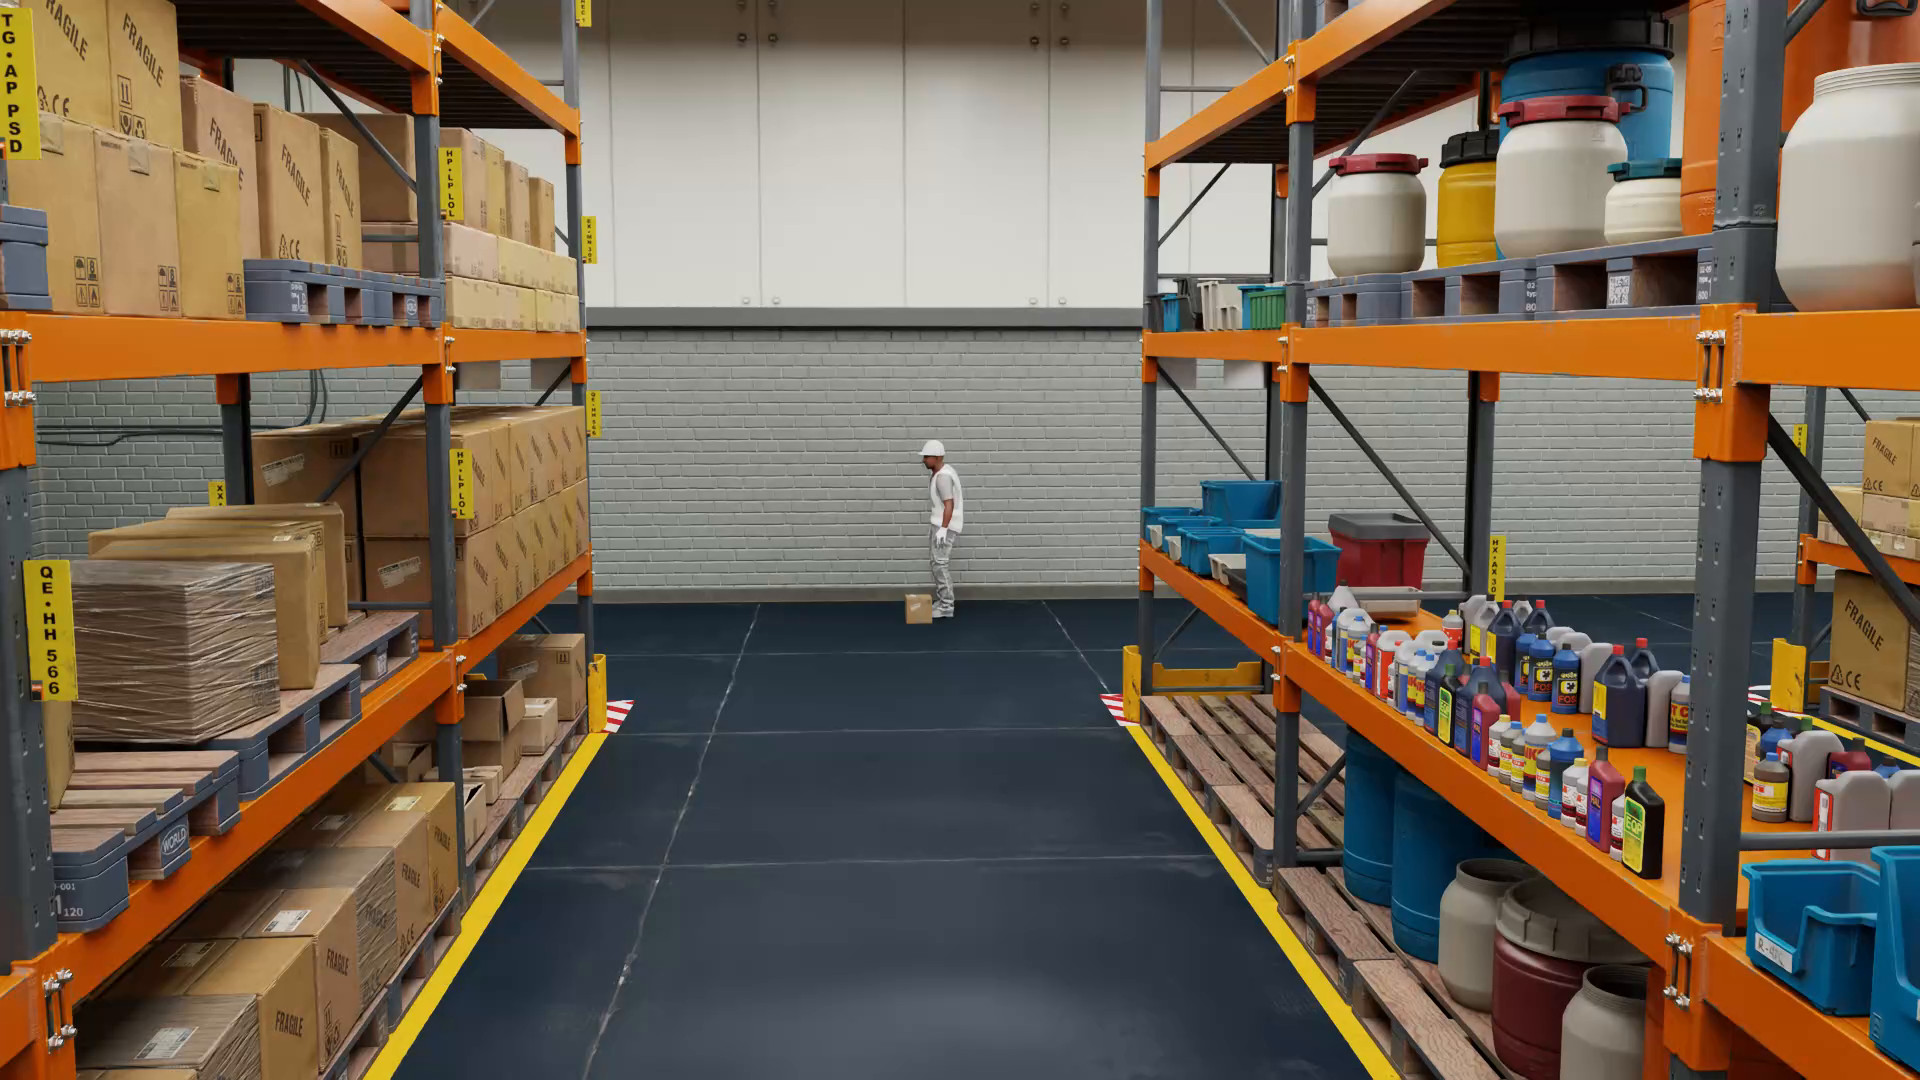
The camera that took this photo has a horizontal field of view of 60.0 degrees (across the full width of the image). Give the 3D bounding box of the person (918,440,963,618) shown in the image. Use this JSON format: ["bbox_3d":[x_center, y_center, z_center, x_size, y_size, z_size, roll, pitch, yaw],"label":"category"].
[{"bbox_3d":[-0.201,-0.116,16.672,0.449,1.773,0.620,-1,7,-7],"label":"person"}]
